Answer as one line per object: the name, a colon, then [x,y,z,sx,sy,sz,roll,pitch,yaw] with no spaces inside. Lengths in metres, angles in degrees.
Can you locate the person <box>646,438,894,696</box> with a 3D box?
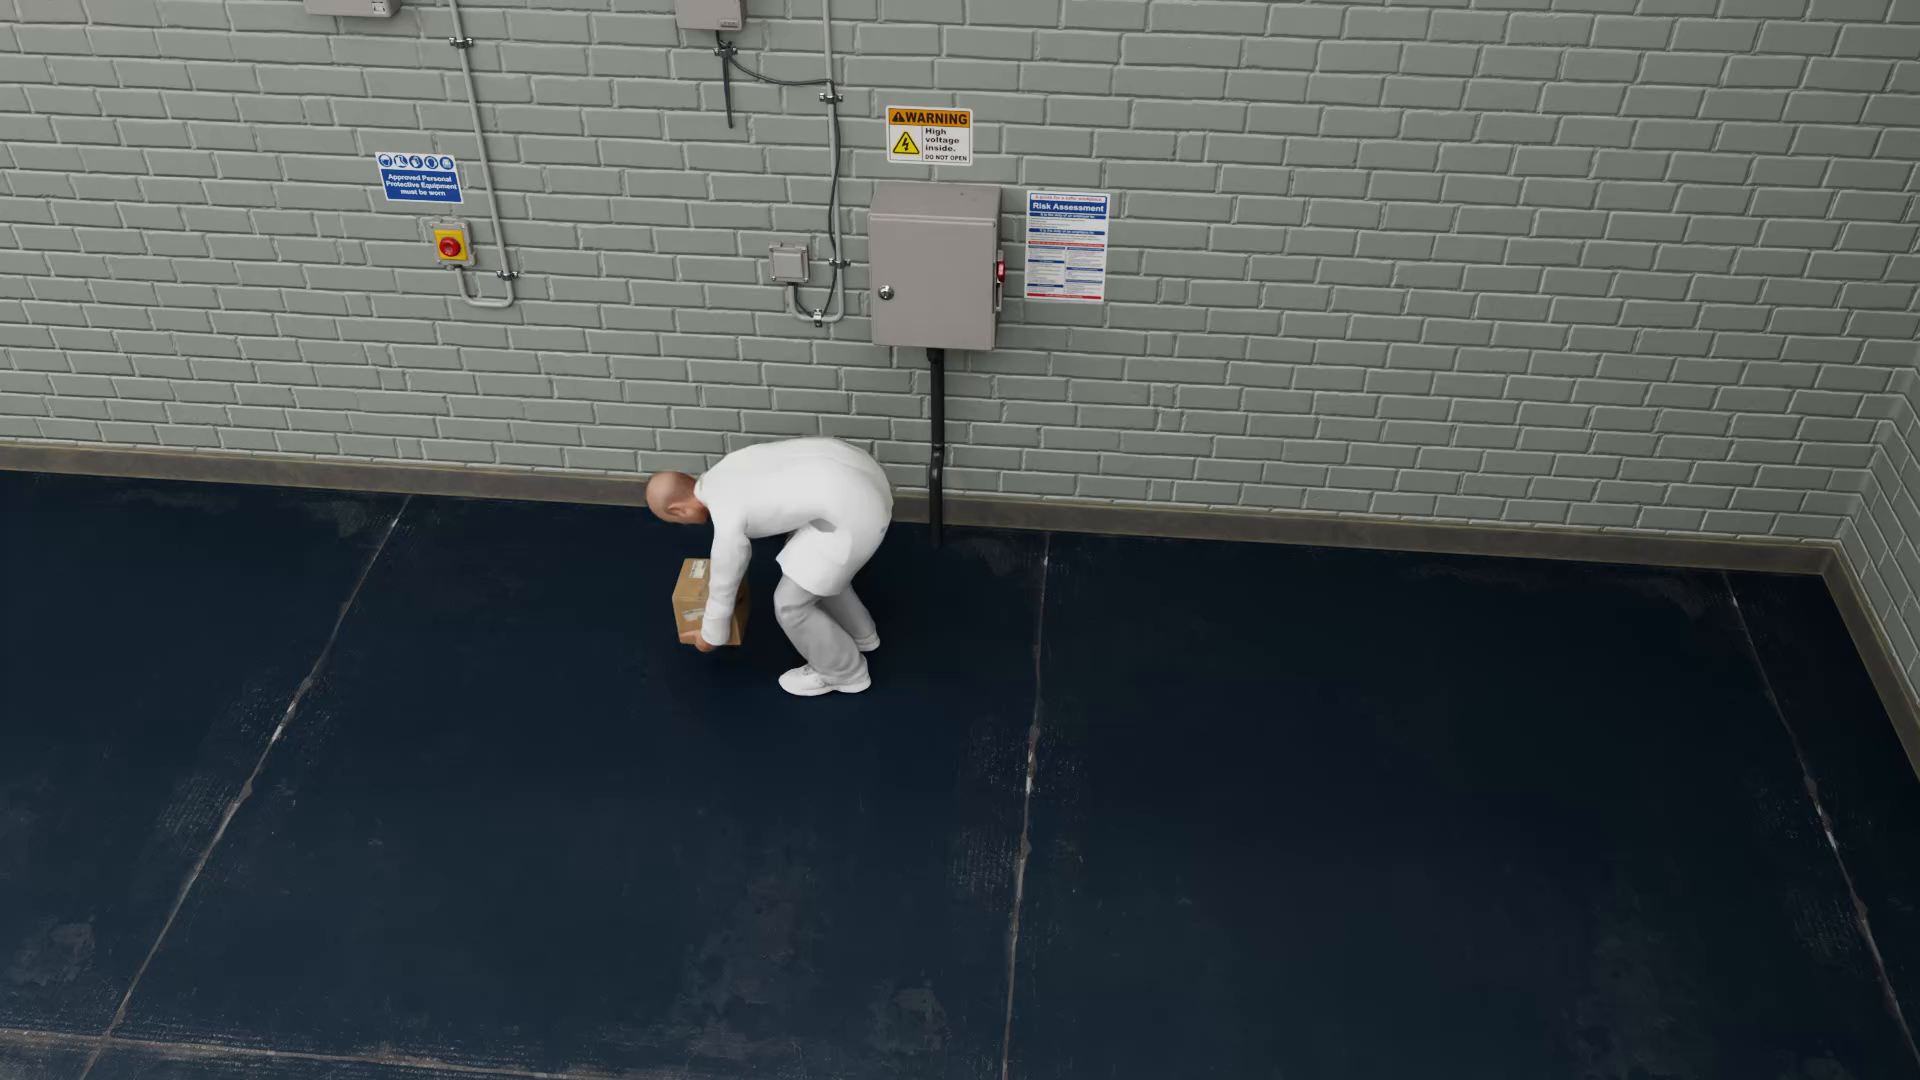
person: [-0.733,0.091,6.596,0.950,1.090,0.579,2,40,2]
